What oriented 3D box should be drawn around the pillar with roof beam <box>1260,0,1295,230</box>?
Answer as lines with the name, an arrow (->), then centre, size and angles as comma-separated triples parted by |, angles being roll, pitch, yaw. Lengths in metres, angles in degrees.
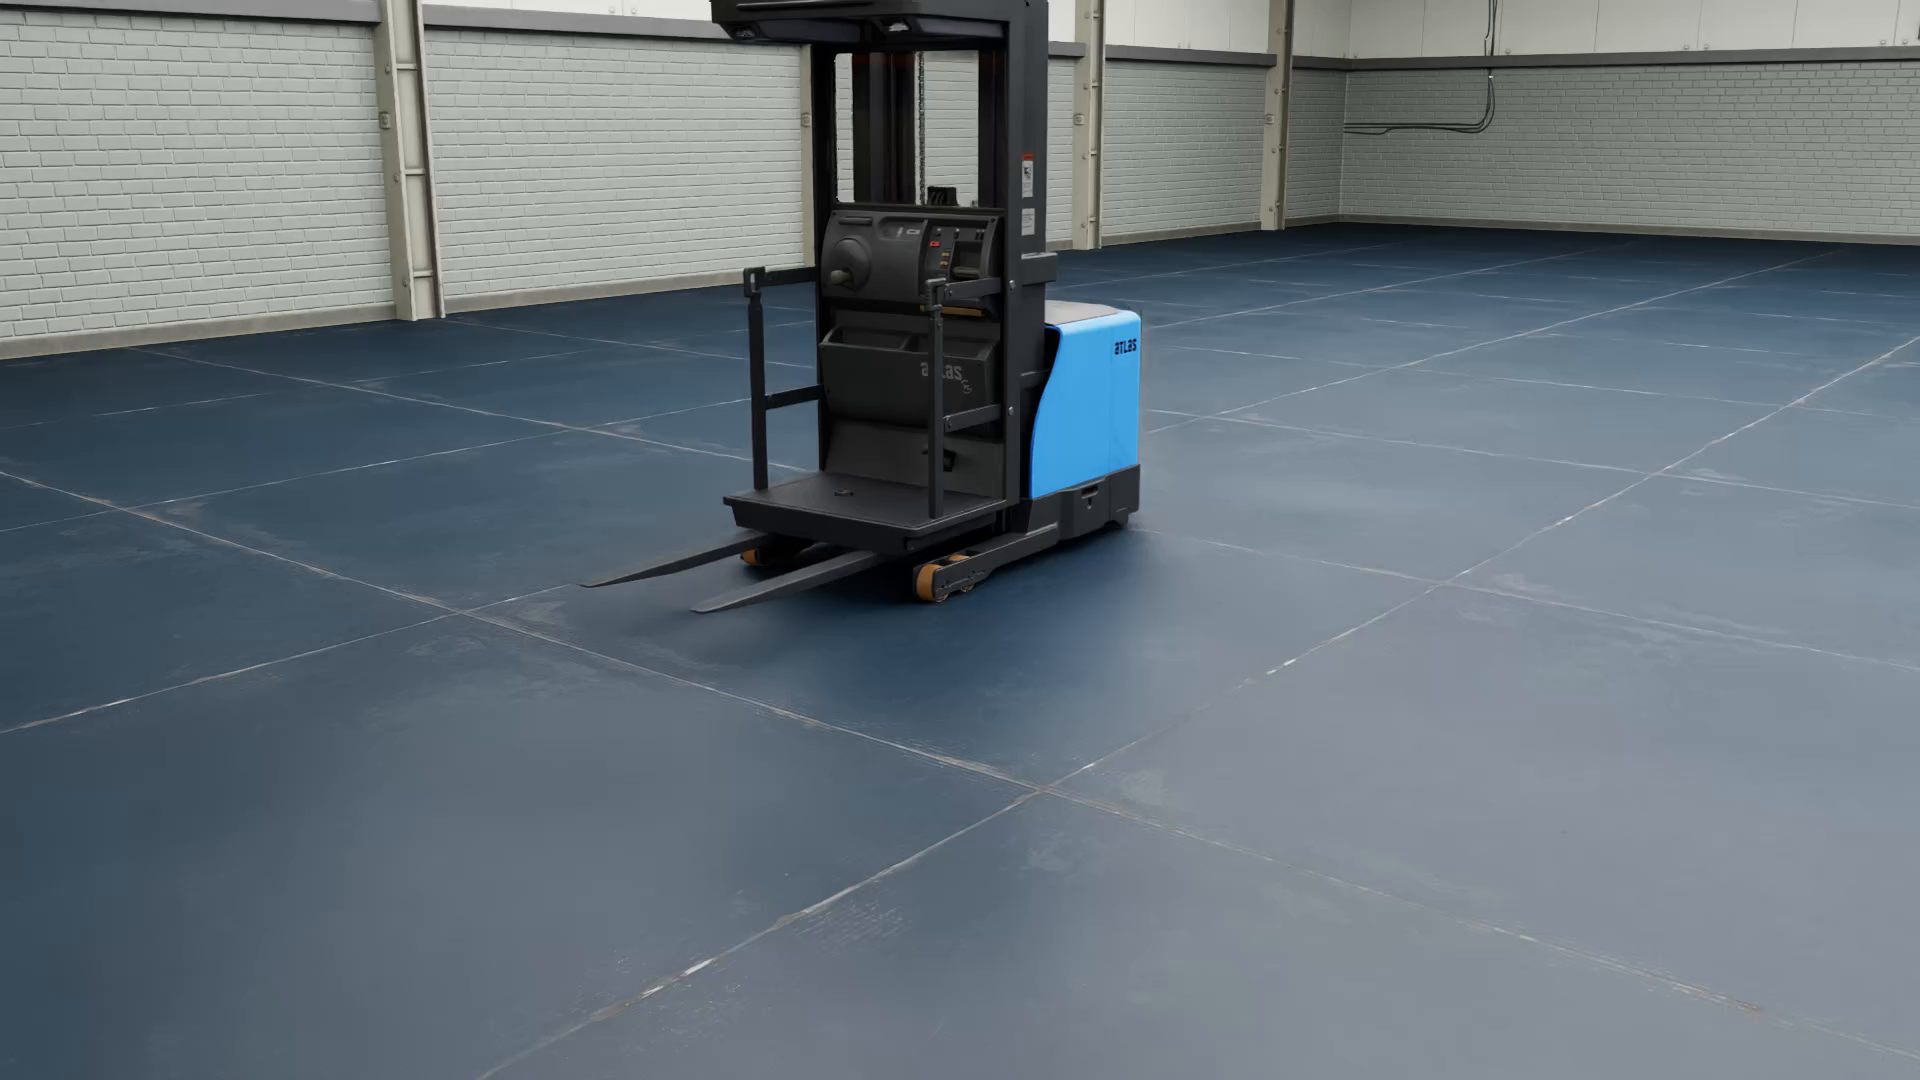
pillar with roof beam -> 9.106, -9.430, 26.966 | 9.100, 9.000, 0.400 | 11, 18, 38

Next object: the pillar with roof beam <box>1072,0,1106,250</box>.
pillar with roof beam -> 5.335, -8.281, 22.443 | 9.100, 9.000, 0.400 | 11, 18, 38

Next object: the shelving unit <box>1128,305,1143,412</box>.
shelving unit -> 0.782, -0.692, 8.707 | 0.252, 1.050, 0.215 | -3, 14, -14

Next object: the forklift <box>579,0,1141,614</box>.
forklift -> -0.352, -1.288, 7.239 | 1.130, 2.935, 3.031 | 10, 17, 34

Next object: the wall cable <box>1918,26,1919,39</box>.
wall cable -> 16.012, -10.632, 24.790 | 2.305, 6.003, 0.169 | 11, 18, 38

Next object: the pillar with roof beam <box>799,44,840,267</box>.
pillar with roof beam -> 1.564, -7.132, 17.920 | 9.100, 9.000, 0.400 | 11, 18, 38

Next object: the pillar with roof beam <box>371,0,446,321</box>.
pillar with roof beam -> -2.207, -5.983, 13.397 | 9.100, 9.000, 0.400 | 11, 18, 38

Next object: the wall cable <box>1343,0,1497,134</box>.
wall cable -> 8.638, -8.951, 31.386 | 3.097, 2.526, 0.112 | 11, 18, 38

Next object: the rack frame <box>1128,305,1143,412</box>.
rack frame -> 0.900, -0.698, 8.738 | 0.008, 1.050, 0.200 | -3, 14, -14
